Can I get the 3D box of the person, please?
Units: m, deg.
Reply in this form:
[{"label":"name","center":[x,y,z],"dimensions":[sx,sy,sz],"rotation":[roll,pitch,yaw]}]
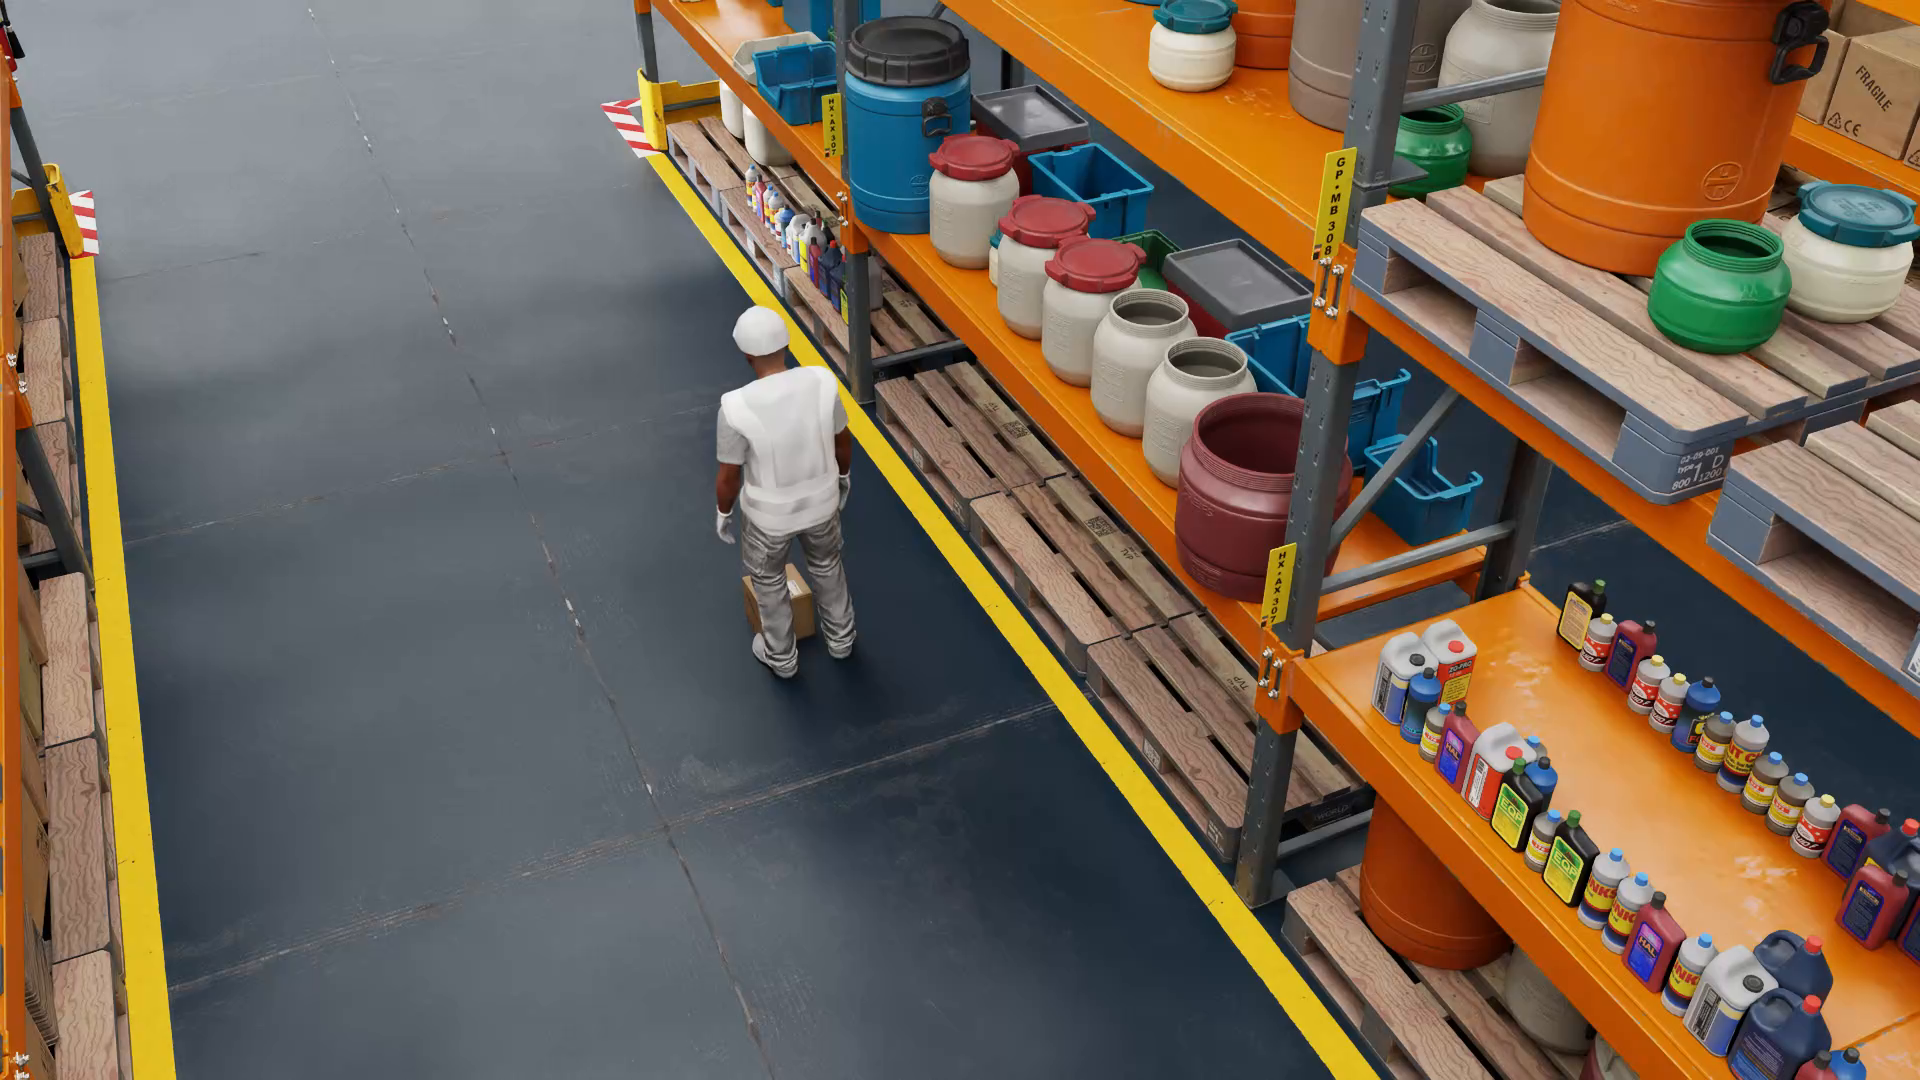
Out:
[{"label":"person","center":[-0.742,-0.178,7.082],"dimensions":[0.629,1.775,0.444],"rotation":[-18,40,-22]}]
